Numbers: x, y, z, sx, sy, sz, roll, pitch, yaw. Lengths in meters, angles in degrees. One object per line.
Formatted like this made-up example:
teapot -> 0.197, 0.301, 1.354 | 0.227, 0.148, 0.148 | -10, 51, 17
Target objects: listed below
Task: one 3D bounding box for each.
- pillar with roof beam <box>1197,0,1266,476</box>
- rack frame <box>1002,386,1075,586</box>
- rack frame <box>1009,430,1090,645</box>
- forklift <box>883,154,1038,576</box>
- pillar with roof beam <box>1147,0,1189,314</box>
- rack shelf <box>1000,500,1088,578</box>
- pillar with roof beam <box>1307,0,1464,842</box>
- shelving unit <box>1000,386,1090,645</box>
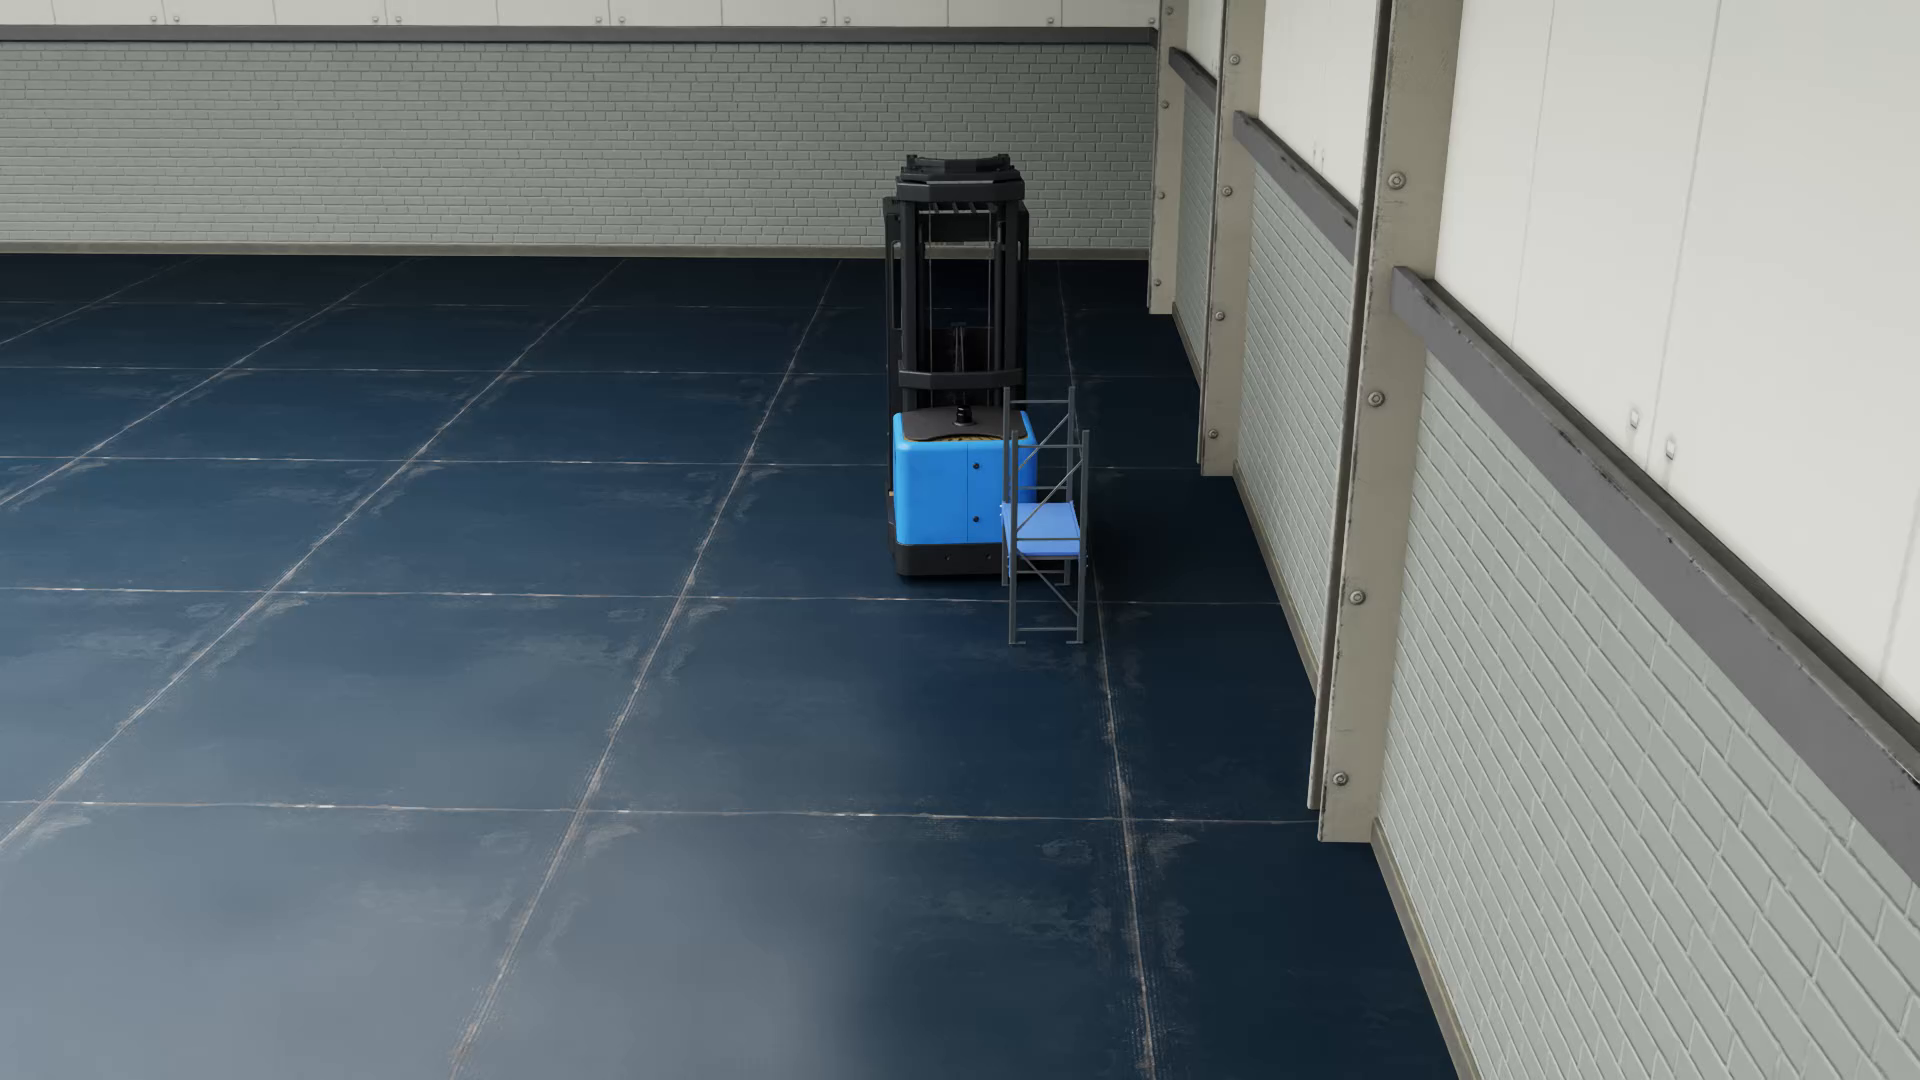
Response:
pillar with roof beam -> -2.042, -4.872, 13.146 | 9.100, 9.000, 0.400 | 1, 21, 2
rack frame -> 0.556, -0.369, 11.907 | 0.500, 1.500, 0.032 | -1, 21, -1
rack frame -> 0.583, -0.002, 10.960 | 0.500, 1.500, 0.032 | -1, 21, -1
forklift -> -0.040, -1.594, 13.085 | 1.130, 2.935, 3.031 | -1, 21, -3
pillar with roof beam -> -1.860, -7.042, 18.737 | 9.100, 9.000, 0.400 | 1, 21, 2
rack shelf -> 0.570, -0.018, 11.498 | 0.538, 0.185, 1.000 | -1, 21, -1
pillar with roof beam -> -2.225, -2.703, 7.554 | 9.100, 9.000, 0.400 | 1, 21, 2
shelving unit -> 0.570, -0.185, 11.433 | 0.538, 1.500, 1.048 | -1, 21, -1
